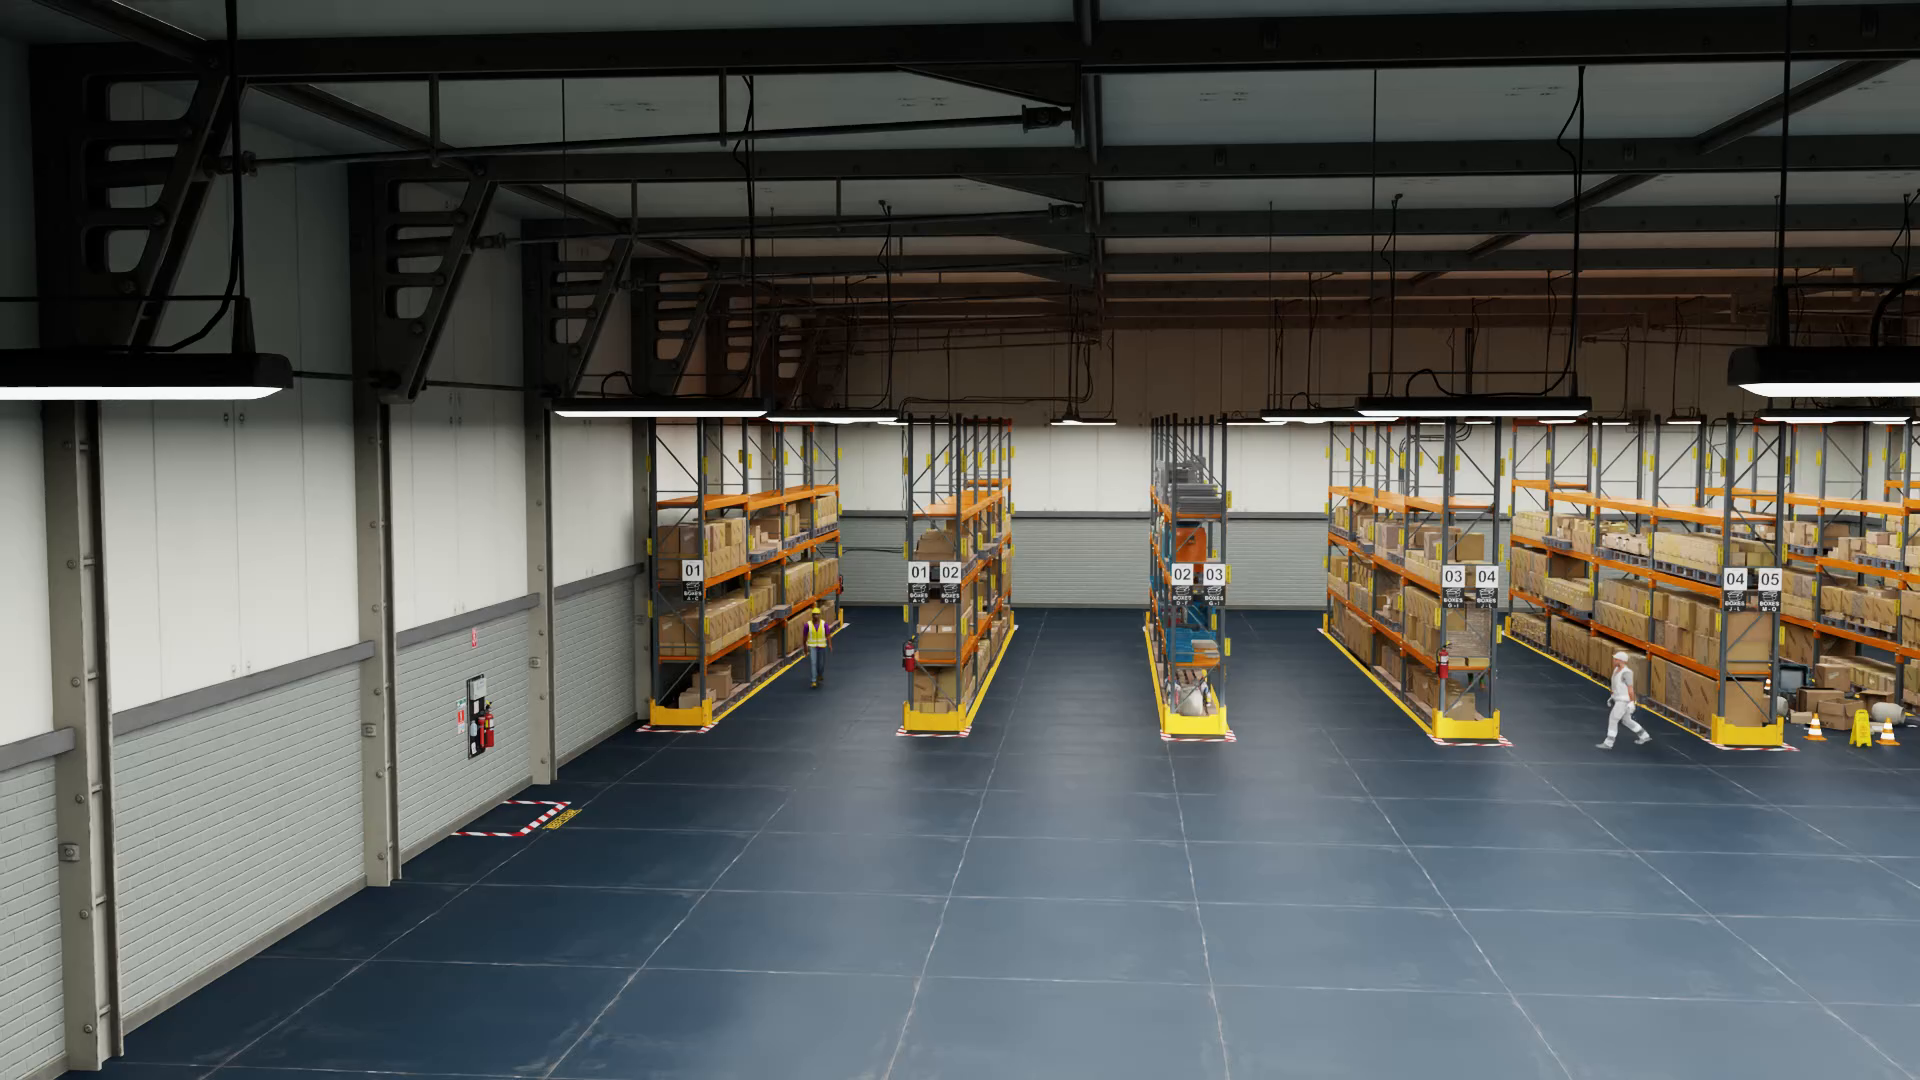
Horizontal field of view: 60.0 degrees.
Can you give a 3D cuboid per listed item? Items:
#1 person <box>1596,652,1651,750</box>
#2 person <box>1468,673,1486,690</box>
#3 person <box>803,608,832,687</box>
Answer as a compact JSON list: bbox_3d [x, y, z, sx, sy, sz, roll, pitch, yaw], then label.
[{"bbox_3d":[11.813,2.853,29.595,1.034,1.754,0.597,0,4,-1],"label":"person"},{"bbox_3d":[11.332,2.359,36.583,0.546,1.747,0.902,1,4,15],"label":"person"},{"bbox_3d":[-3.160,2.367,36.893,0.622,1.724,1.056,-1,4,-10],"label":"person"}]
